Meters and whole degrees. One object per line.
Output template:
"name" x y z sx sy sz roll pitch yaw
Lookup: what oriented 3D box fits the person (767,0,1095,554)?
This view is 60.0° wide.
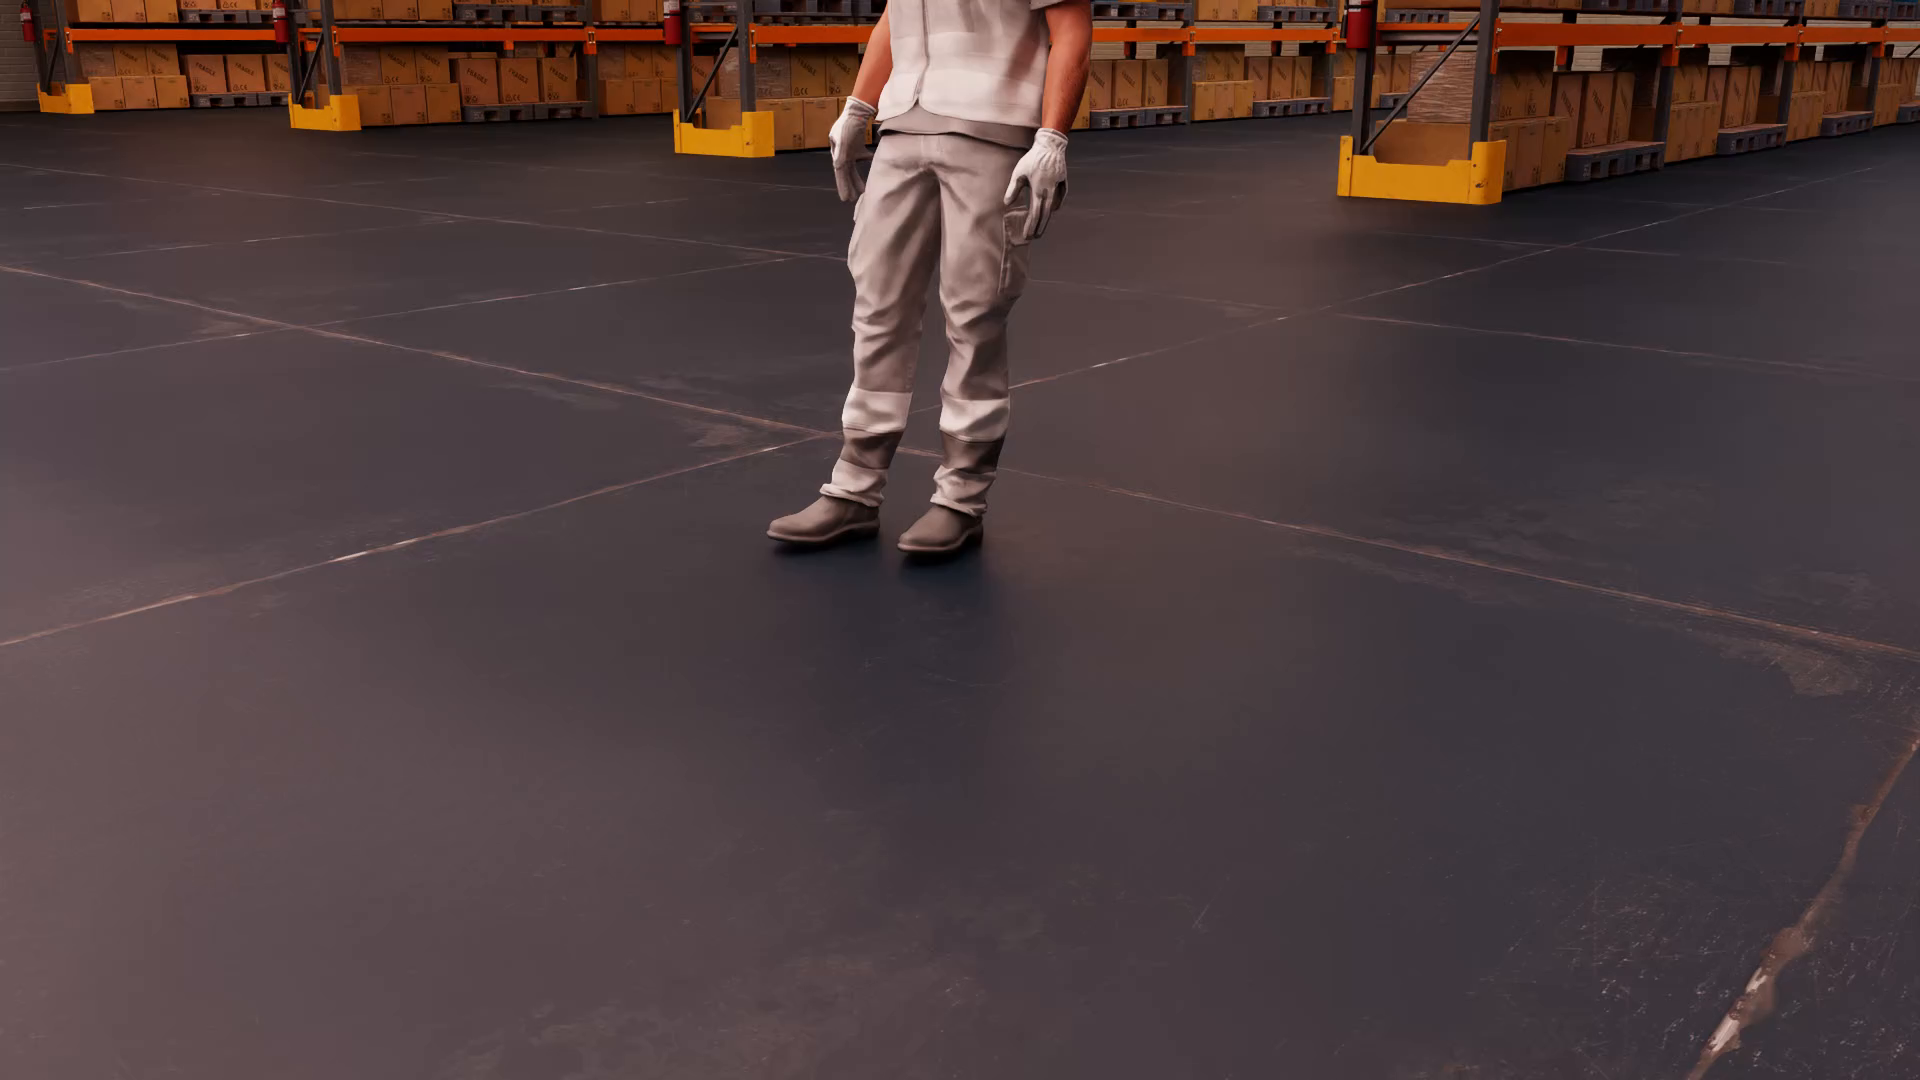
"person" -0.061 -0.848 3.629 0.637 1.787 0.564 13 21 37
